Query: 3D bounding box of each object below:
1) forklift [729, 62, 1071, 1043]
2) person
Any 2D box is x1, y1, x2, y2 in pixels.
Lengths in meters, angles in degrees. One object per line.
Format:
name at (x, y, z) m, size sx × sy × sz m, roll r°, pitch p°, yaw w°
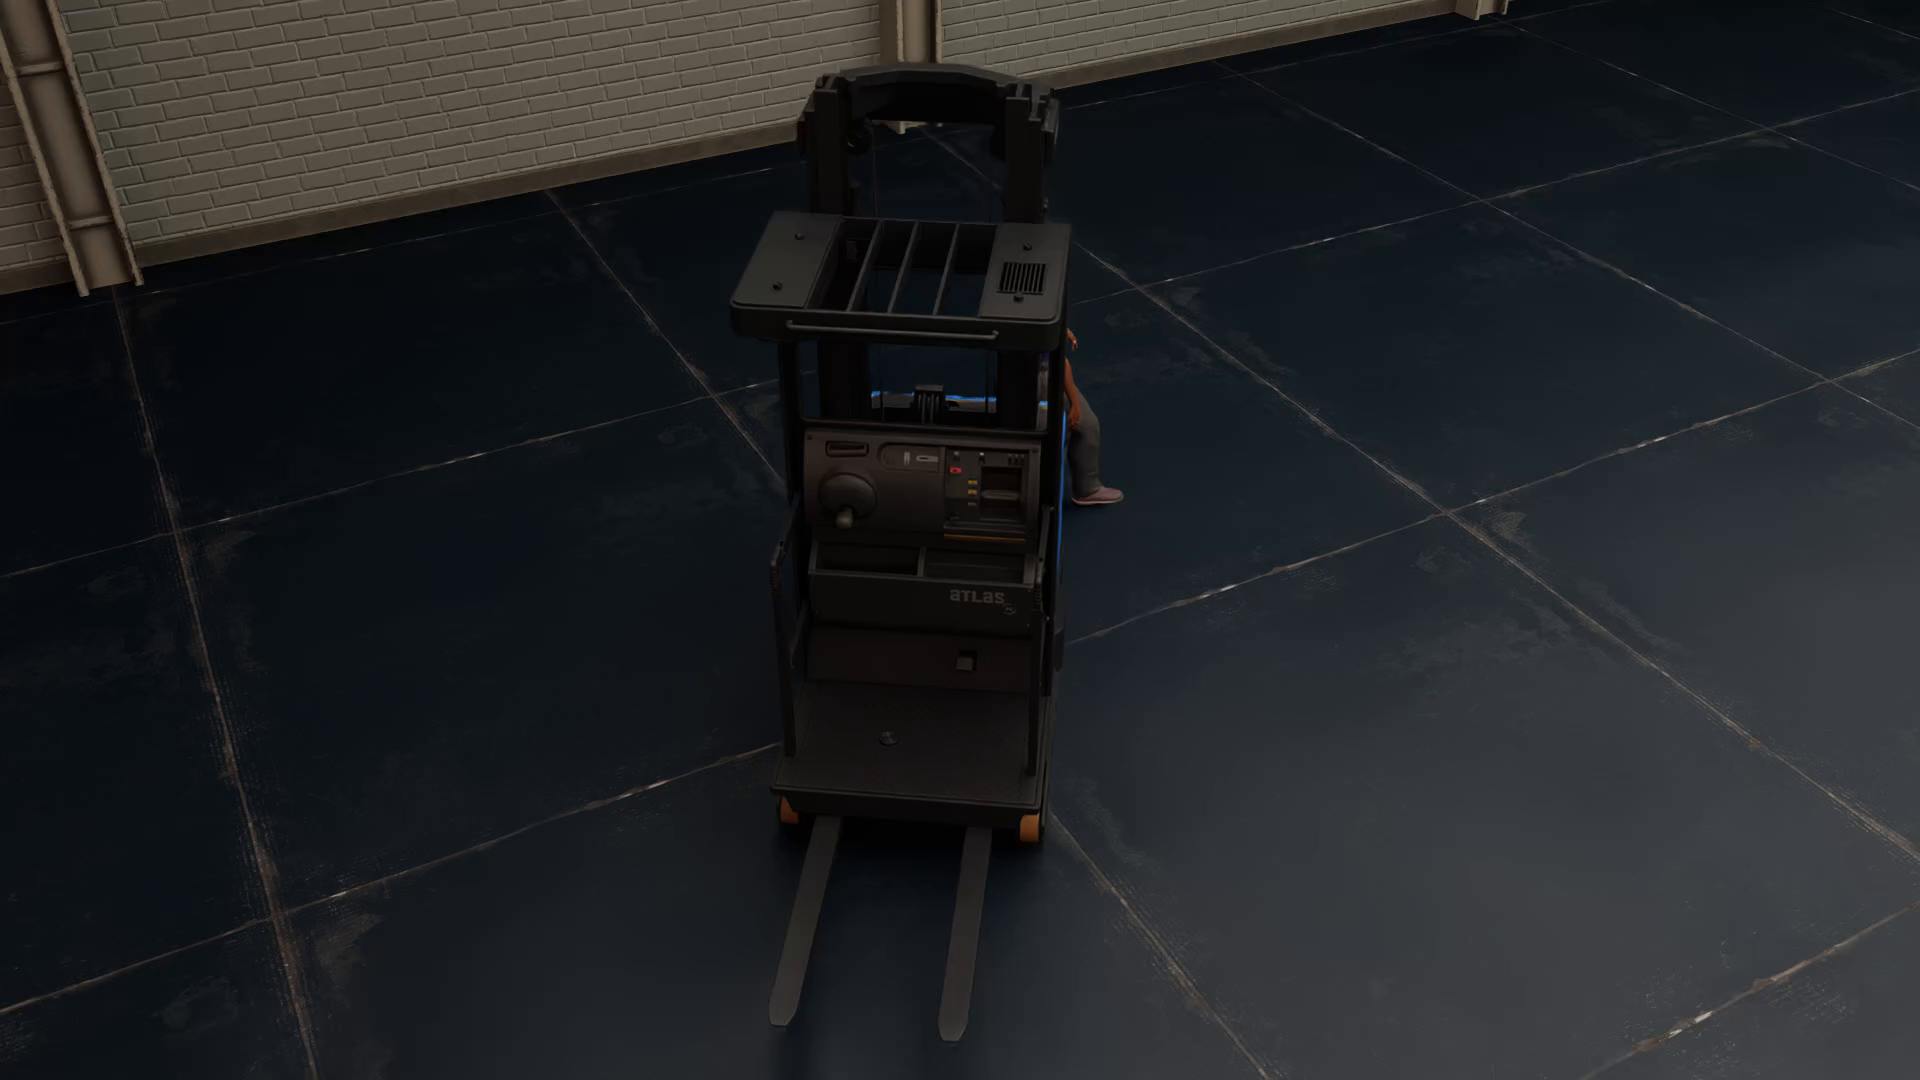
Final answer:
forklift at (-0.172, -0.153, 6.340) m, size 1.130 × 2.935 × 3.031 m, roll 4°, pitch 35°, yaw 5°
person at (0.451, -0.828, 8.485) m, size 0.769 × 1.589 × 0.663 m, roll -27°, pitch 43°, yaw -33°
